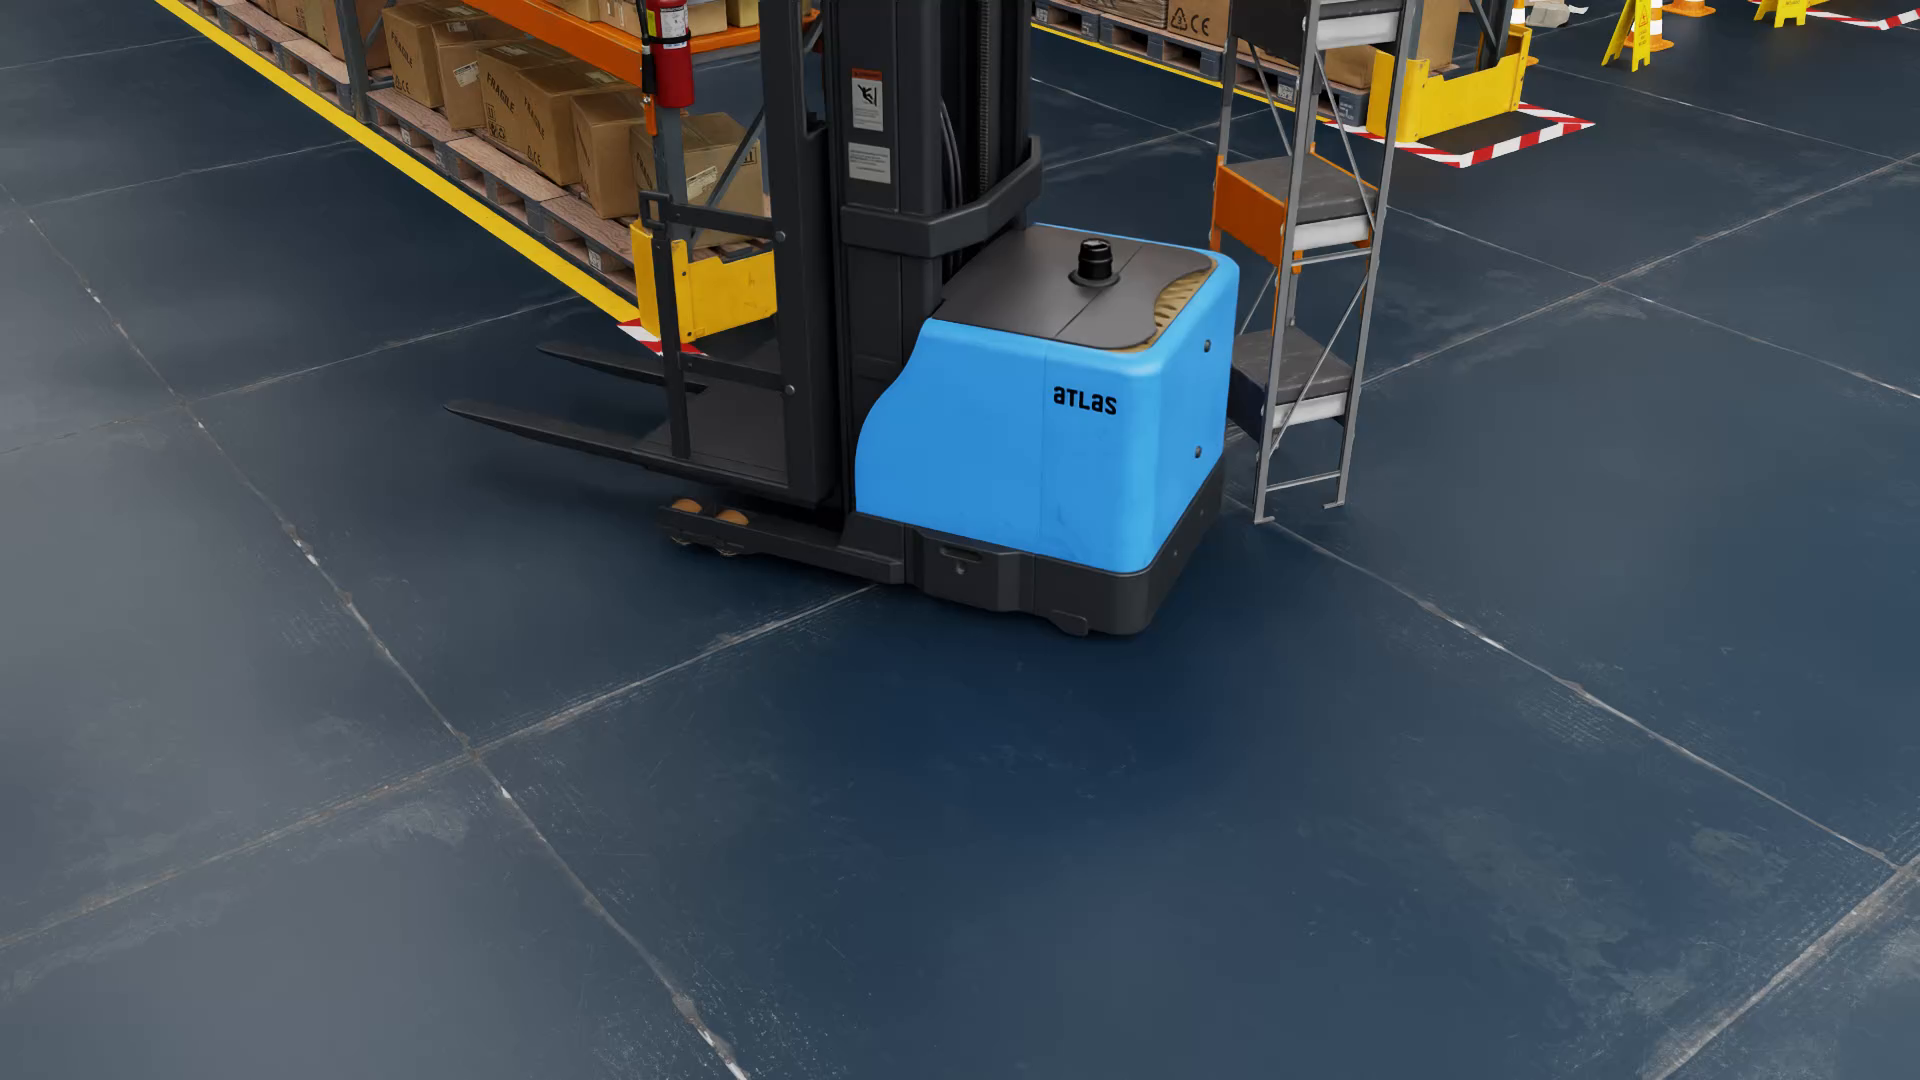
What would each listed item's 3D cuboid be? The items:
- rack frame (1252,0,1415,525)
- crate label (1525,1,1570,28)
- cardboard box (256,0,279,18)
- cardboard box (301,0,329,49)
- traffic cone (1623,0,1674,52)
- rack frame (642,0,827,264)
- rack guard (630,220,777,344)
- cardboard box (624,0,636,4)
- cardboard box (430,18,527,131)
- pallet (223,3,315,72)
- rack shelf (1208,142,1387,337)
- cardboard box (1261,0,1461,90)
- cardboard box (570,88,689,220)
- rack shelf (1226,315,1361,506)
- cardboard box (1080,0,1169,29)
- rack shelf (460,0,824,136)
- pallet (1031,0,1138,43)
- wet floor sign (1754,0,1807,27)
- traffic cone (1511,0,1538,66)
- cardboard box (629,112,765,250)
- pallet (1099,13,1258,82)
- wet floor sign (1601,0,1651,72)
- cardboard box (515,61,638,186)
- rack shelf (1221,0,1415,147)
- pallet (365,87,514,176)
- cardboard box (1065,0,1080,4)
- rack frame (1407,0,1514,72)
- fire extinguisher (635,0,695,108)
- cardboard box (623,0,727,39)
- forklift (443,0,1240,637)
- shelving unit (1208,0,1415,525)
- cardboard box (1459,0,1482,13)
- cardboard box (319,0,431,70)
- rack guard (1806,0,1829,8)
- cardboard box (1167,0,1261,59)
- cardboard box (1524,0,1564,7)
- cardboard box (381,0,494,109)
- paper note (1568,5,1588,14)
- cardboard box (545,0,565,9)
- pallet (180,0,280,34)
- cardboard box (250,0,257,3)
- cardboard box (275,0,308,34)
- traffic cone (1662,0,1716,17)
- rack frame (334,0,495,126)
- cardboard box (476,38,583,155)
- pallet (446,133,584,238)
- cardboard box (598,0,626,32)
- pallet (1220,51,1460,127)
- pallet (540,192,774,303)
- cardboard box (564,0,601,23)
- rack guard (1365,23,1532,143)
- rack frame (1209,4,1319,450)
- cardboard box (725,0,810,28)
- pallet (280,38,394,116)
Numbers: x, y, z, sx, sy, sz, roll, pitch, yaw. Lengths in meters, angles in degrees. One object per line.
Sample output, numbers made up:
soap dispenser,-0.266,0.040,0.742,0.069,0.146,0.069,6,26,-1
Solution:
rack frame,1.306,-0.993,5.859,0.400,2.100,0.015,-12,34,-18
crate label,4.417,-3.952,12.484,0.298,0.136,0.250,12,34,19
cardboard box,-4.705,-4.119,11.991,0.700,0.500,0.500,-19,37,-28
cardboard box,-4.019,-3.653,11.241,0.700,0.500,0.500,-23,38,-32
traffic cone,4.948,-3.783,11.902,0.336,0.463,0.334,-22,38,-31
rack frame,-0.929,-2.393,7.261,1.000,3.000,0.127,-22,38,-31
rack guard,-0.976,-1.363,7.971,1.175,0.500,0.348,-22,38,-31
cardboard box,-1.245,-2.800,7.539,0.875,0.500,0.500,-22,38,-31
cardboard box,-2.811,-2.761,9.824,0.500,0.500,0.500,-11,33,-16
pallet,-4.613,-3.709,12.021,1.003,0.211,1.213,-22,38,-31
rack shelf,1.215,-1.101,6.059,0.431,0.518,0.480,-12,34,-18
cardboard box,2.583,-3.493,10.647,0.875,0.875,0.875,-22,38,-31
cardboard box,-1.692,-2.014,8.620,0.500,0.500,0.500,-12,34,-19
rack shelf,1.215,-0.506,6.428,0.431,0.518,0.480,-12,34,-18
cardboard box,1.484,-4.240,11.849,0.875,0.875,0.875,-22,38,-31
rack shelf,-2.156,-2.921,8.792,1.077,0.370,4.000,-22,38,-31
pallet,1.002,-4.096,12.645,1.003,0.211,1.213,-22,38,-31
wet floor sign,6.170,-4.174,12.359,0.267,0.644,0.232,-10,33,-15
traffic cone,3.847,-3.559,11.542,0.336,0.463,0.334,-22,38,-31
cardboard box,-1.299,-1.776,8.237,0.500,0.500,0.500,-15,35,-23
pallet,1.755,-3.587,11.826,1.003,0.211,1.213,-22,38,-31
wet floor sign,4.633,-3.584,11.410,0.232,0.644,0.267,26,40,35
cardboard box,-2.061,-2.281,9.050,0.500,0.500,0.500,-19,36,-27
rack shelf,1.215,-1.696,5.689,0.431,0.518,0.480,-12,34,-18
pallet,-2.942,-2.607,10.248,1.003,0.211,1.213,-22,38,-31
cardboard box,0.928,-4.614,12.452,0.875,0.875,0.875,-22,38,-31
rack frame,3.051,-3.956,9.777,1.000,3.000,0.127,-22,38,-31
fire extinguisher,-1.223,-2.164,6.964,0.296,0.674,0.183,-22,38,-31
cardboard box,-1.267,-2.339,7.411,0.380,0.149,0.250,-22,38,-31
forklift,-0.567,-1.426,5.768,3.031,2.935,1.130,13,34,20
shelving unit,1.215,-1.113,6.051,0.431,2.100,0.503,-12,34,-18
cardboard box,3.822,-4.452,12.941,0.637,0.503,0.797,6,32,10
cardboard box,-3.742,-3.448,10.911,0.700,0.500,0.500,-26,40,-35
rack guard,6.852,-4.569,13.133,1.175,0.500,0.348,-22,38,-31
cardboard box,2.042,-3.859,11.236,0.875,0.875,0.875,-23,39,-32
cardboard box,4.500,-4.281,13.002,0.380,0.149,0.250,-4,32,-7
cardboard box,-3.168,-2.997,10.204,0.500,0.500,0.500,-24,39,-33
paper note,4.747,-4.088,12.804,0.142,0.019,0.148,18,36,27
cardboard box,-1.755,-2.640,7.895,0.380,0.149,0.250,-22,38,-31
pallet,-5.357,-4.217,12.839,1.003,0.211,1.213,-22,38,-31
cardboard box,-5.058,-4.353,12.367,0.700,0.500,0.500,-26,40,-35
cardboard box,-4.363,-3.886,11.616,0.700,0.500,0.500,-26,40,-35
traffic cone,5.616,-4.284,12.709,0.336,0.463,0.334,-22,38,-31
rack frame,-3.382,-4.060,9.945,1.000,3.000,0.127,-22,38,-31
cardboard box,-2.368,-2.528,9.448,0.500,0.500,0.500,-26,40,-35
pallet,-2.190,-2.099,9.429,1.003,0.211,1.213,-22,38,-31
cardboard box,-1.420,-2.443,7.579,0.380,0.149,0.250,-22,38,-31
pallet,2.499,-3.079,11.008,1.003,0.211,1.213,-22,38,-31
pallet,-1.446,-1.591,8.611,1.003,0.211,1.213,-22,38,-31
cardboard box,-1.614,-2.531,7.720,0.380,0.149,0.250,-22,38,-31
rack guard,3.066,-2.884,10.420,1.175,0.500,0.348,-22,38,-31
rack frame,1.124,-1.232,6.244,0.400,2.100,0.015,-12,34,-18
cardboard box,-0.916,-2.483,7.642,0.380,0.149,0.250,-22,38,-31
pallet,-3.861,-3.200,11.202,1.003,0.211,1.213,-22,38,-31
